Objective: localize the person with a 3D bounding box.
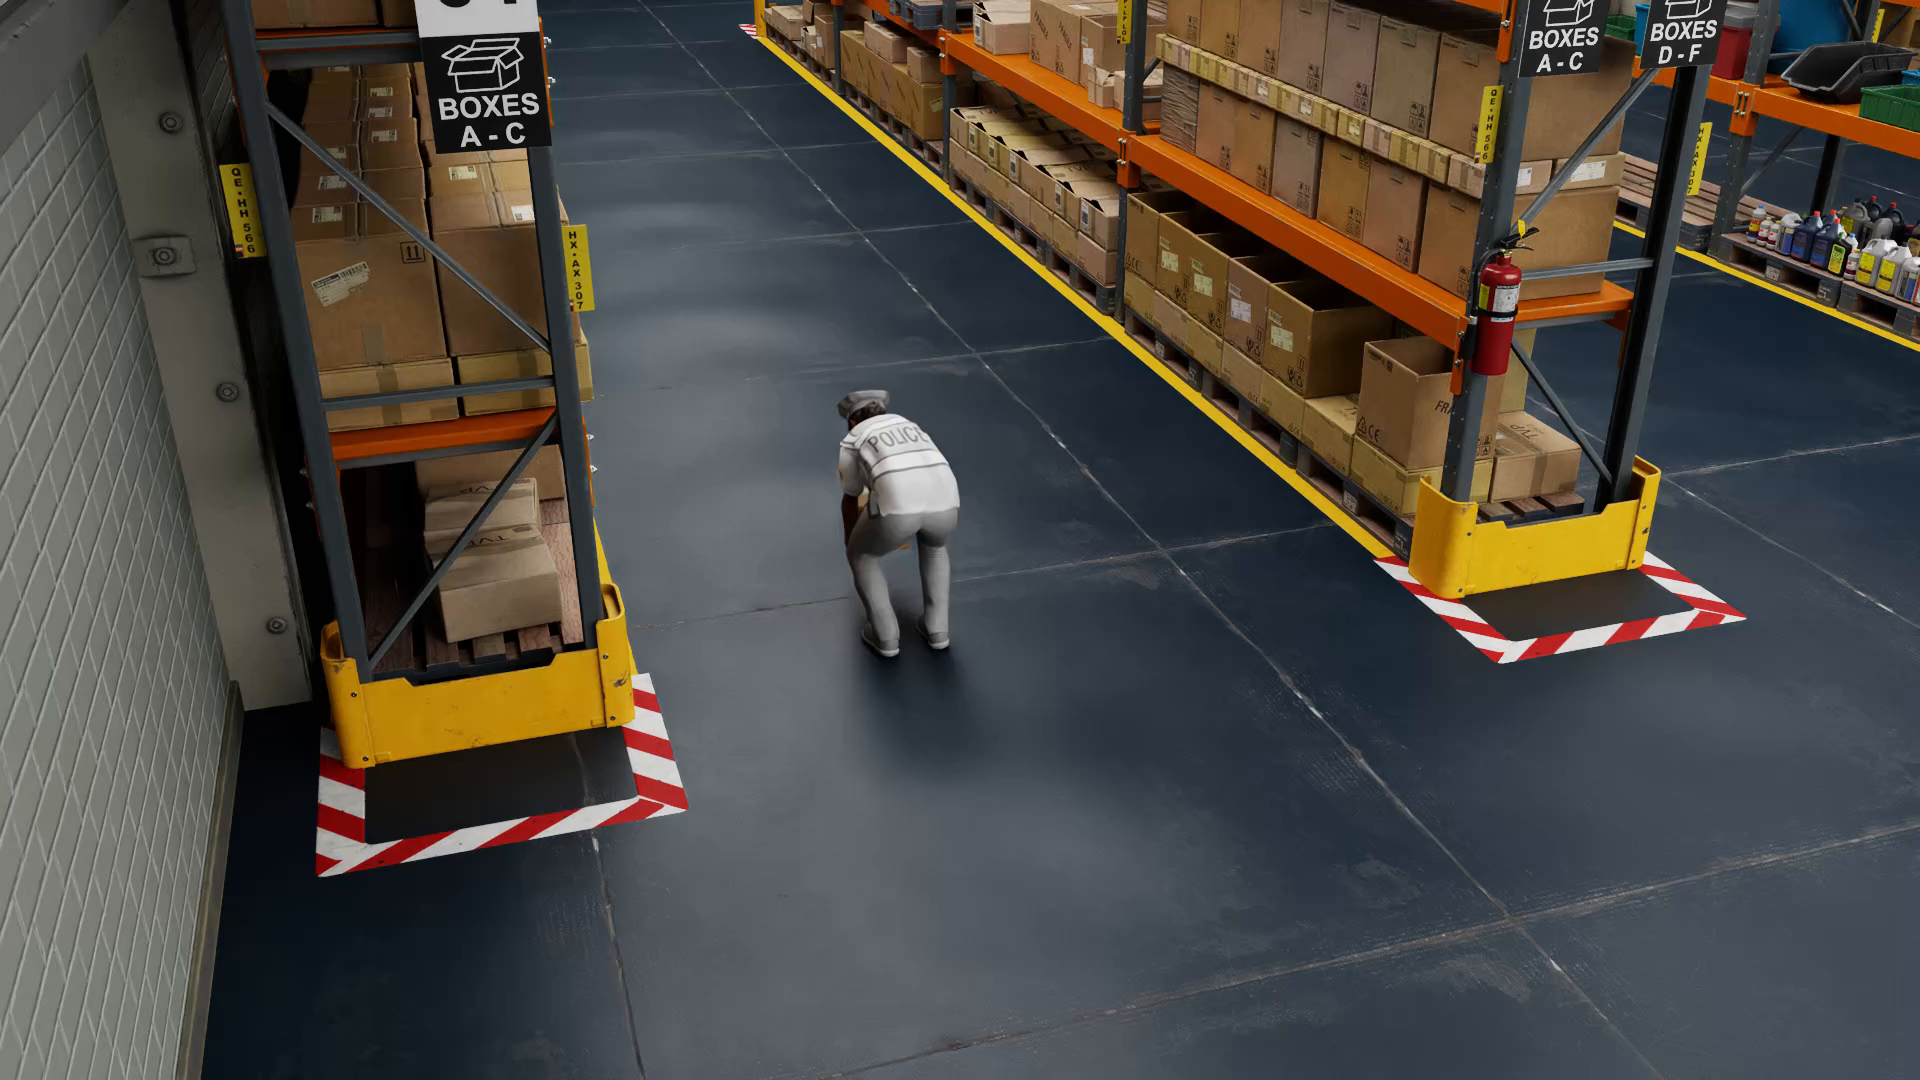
[{"bbox_3d":[-0.305,-0.086,7.489,0.461,1.041,0.934,-9,28,-18],"label":"person"}]
